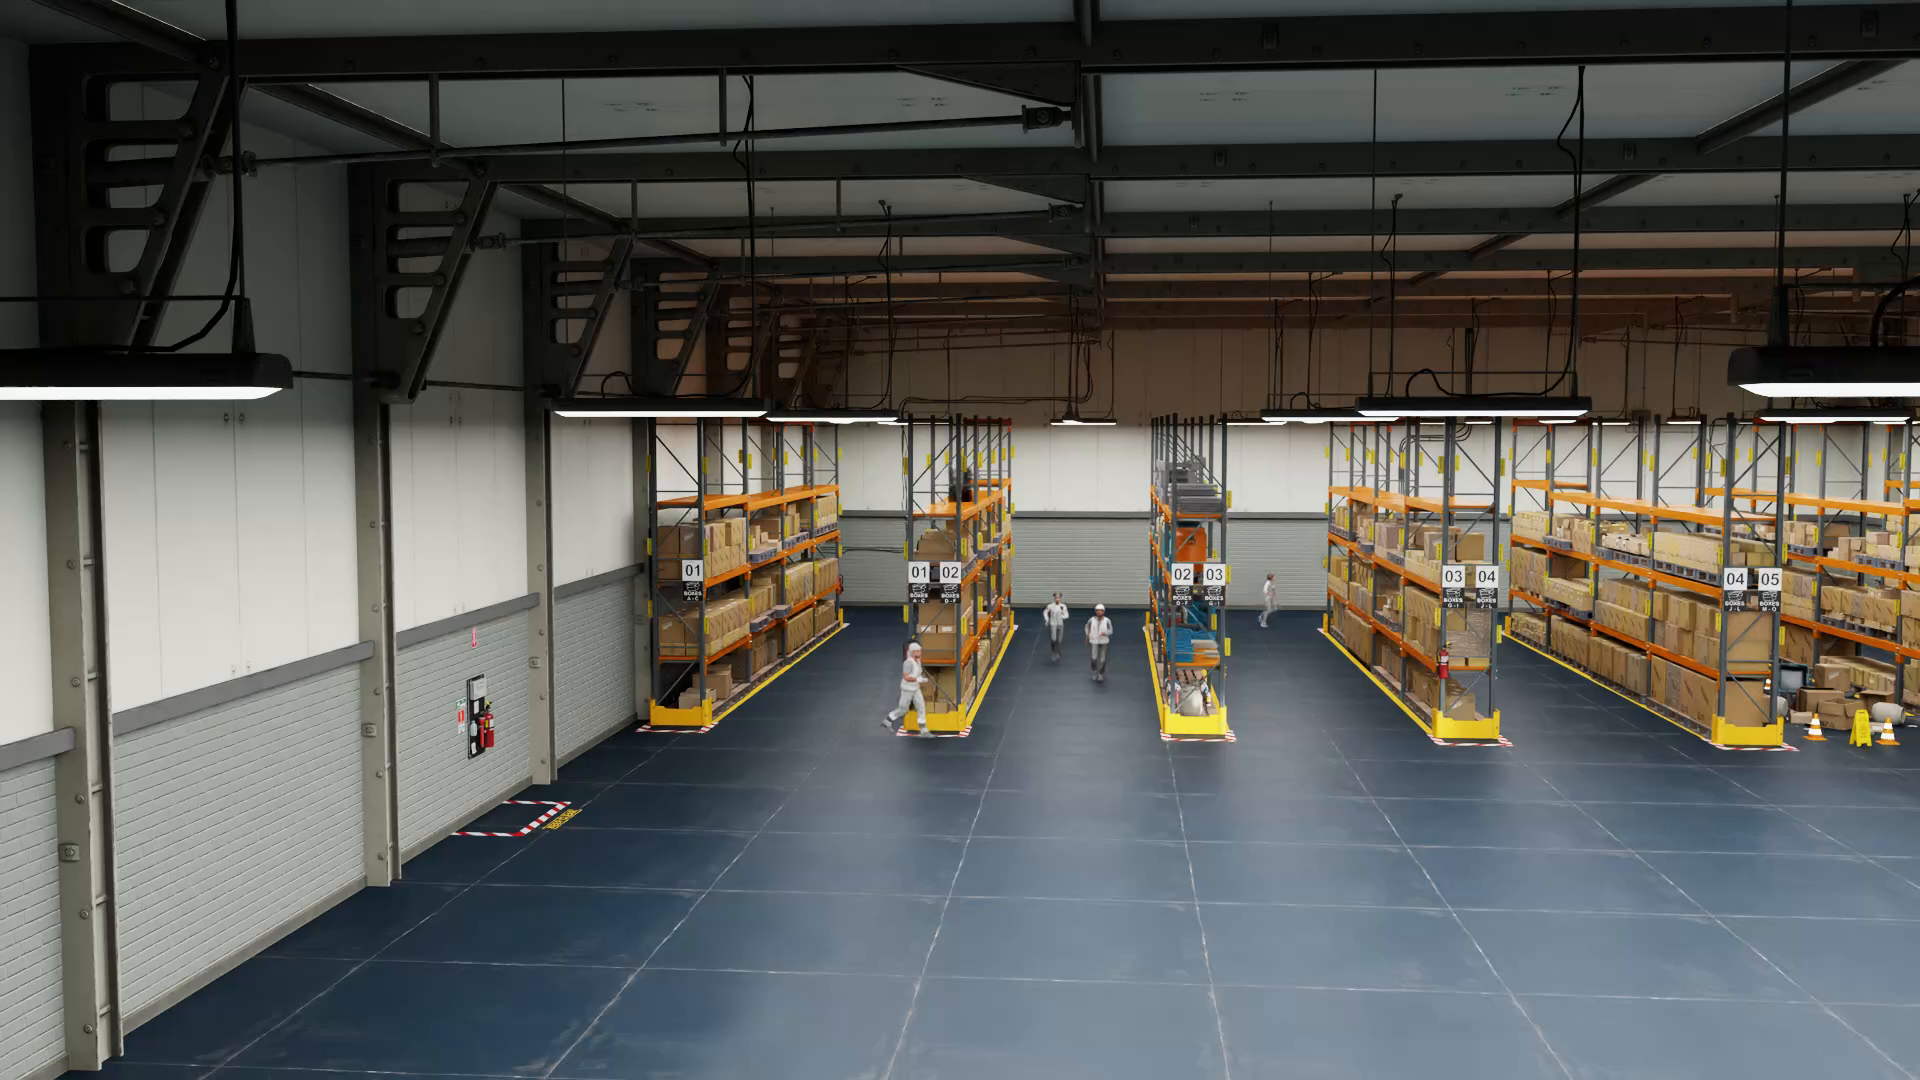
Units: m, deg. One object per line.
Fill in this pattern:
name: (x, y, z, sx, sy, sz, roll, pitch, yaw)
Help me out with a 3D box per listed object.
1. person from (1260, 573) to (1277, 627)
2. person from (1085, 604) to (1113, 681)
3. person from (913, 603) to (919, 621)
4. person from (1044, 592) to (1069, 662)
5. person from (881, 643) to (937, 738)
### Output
person: (8.958, 1.723, 48.175, 0.492, 1.539, 0.578, 2, 4, 30)
person: (3.128, 2.316, 37.468, 0.631, 1.732, 0.648, 0, 4, 4)
person: (-1.142, 1.545, 48.947, 0.929, 1.847, 0.689, 1, 4, 14)
person: (2.381, 2.133, 40.846, 0.572, 1.718, 0.685, 0, 4, -6)
person: (-0.950, 2.754, 30.566, 1.070, 1.750, 0.643, 2, 4, 27)
